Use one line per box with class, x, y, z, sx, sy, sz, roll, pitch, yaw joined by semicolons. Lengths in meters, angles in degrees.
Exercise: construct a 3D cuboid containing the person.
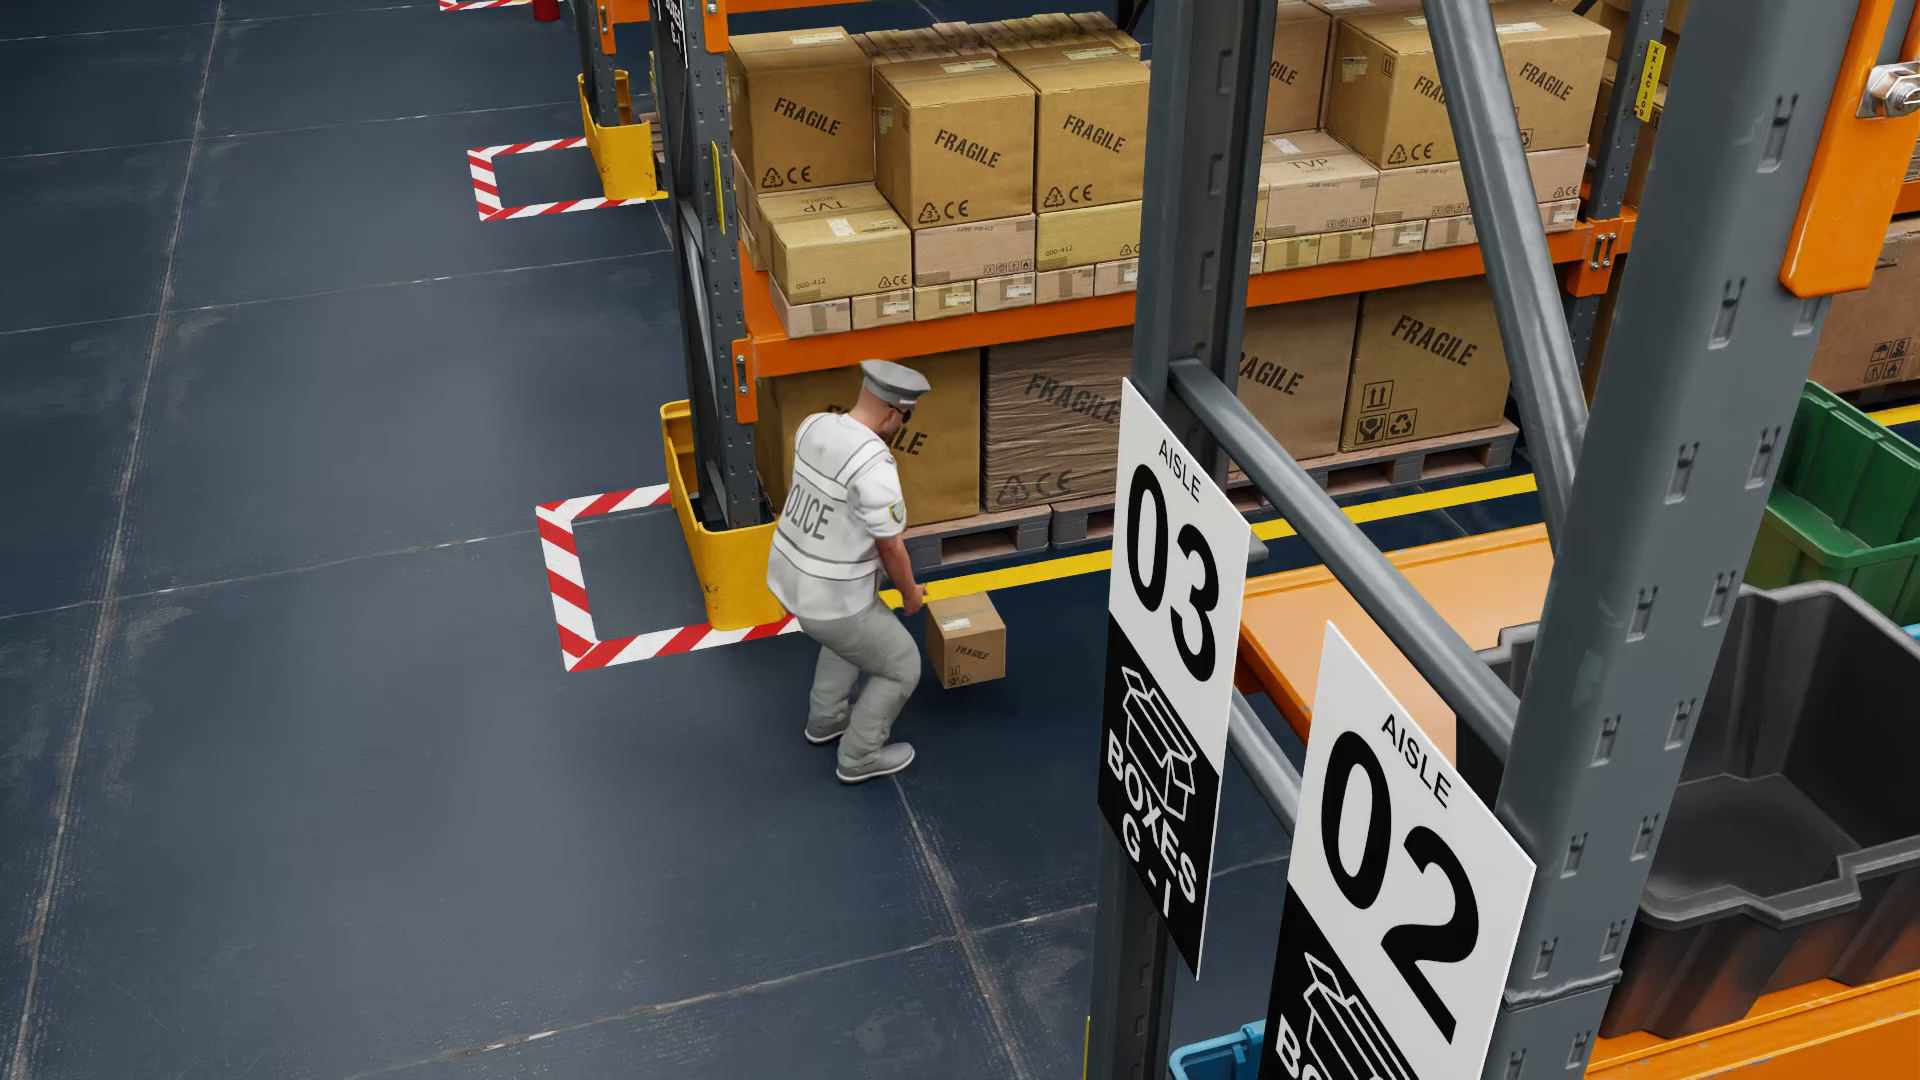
person;-0.393;0.120;6.091;0.632;1.614;0.578;-19;38;-26
